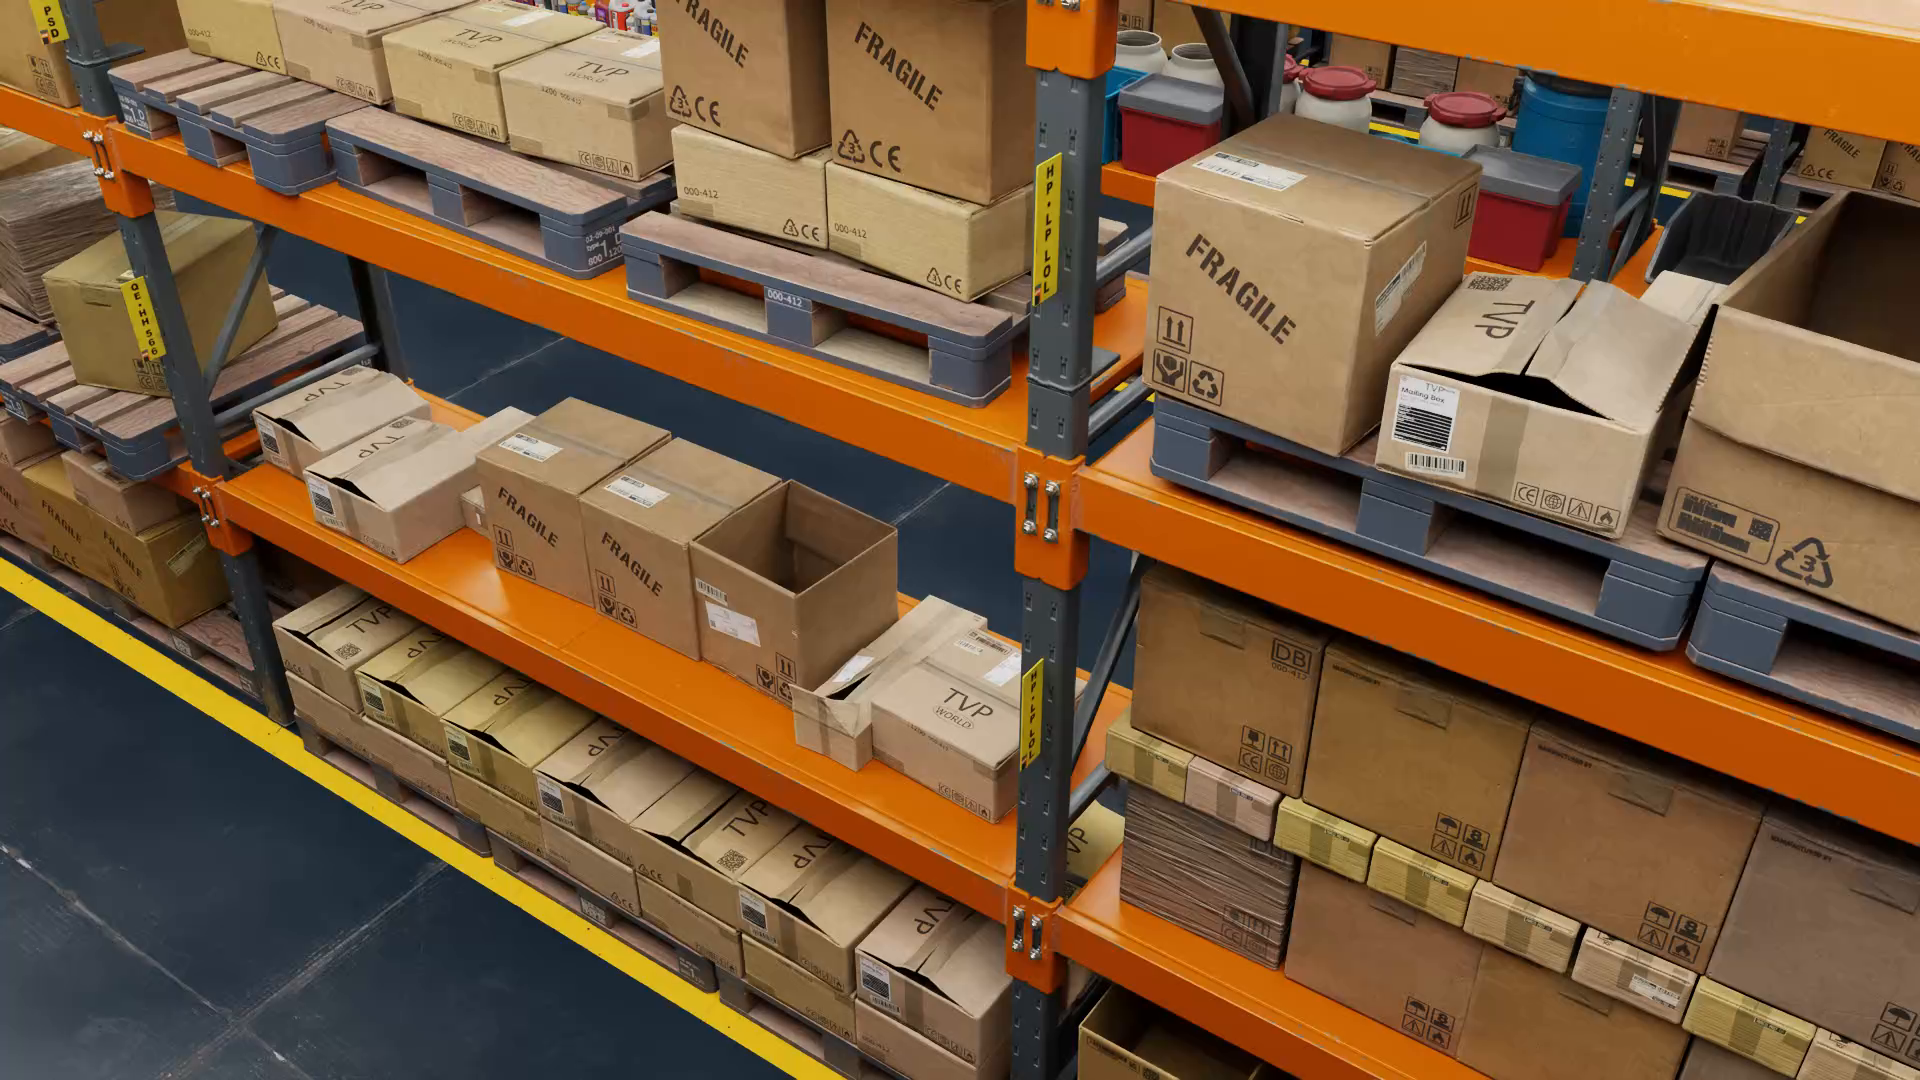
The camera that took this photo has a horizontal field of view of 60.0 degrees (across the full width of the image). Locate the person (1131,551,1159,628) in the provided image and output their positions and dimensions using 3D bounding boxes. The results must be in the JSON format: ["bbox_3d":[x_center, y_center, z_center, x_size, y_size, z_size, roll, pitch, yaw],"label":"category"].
[{"bbox_3d":[0.916,0.295,6.697,0.462,1.759,0.622,20,39,26],"label":"person"}]
